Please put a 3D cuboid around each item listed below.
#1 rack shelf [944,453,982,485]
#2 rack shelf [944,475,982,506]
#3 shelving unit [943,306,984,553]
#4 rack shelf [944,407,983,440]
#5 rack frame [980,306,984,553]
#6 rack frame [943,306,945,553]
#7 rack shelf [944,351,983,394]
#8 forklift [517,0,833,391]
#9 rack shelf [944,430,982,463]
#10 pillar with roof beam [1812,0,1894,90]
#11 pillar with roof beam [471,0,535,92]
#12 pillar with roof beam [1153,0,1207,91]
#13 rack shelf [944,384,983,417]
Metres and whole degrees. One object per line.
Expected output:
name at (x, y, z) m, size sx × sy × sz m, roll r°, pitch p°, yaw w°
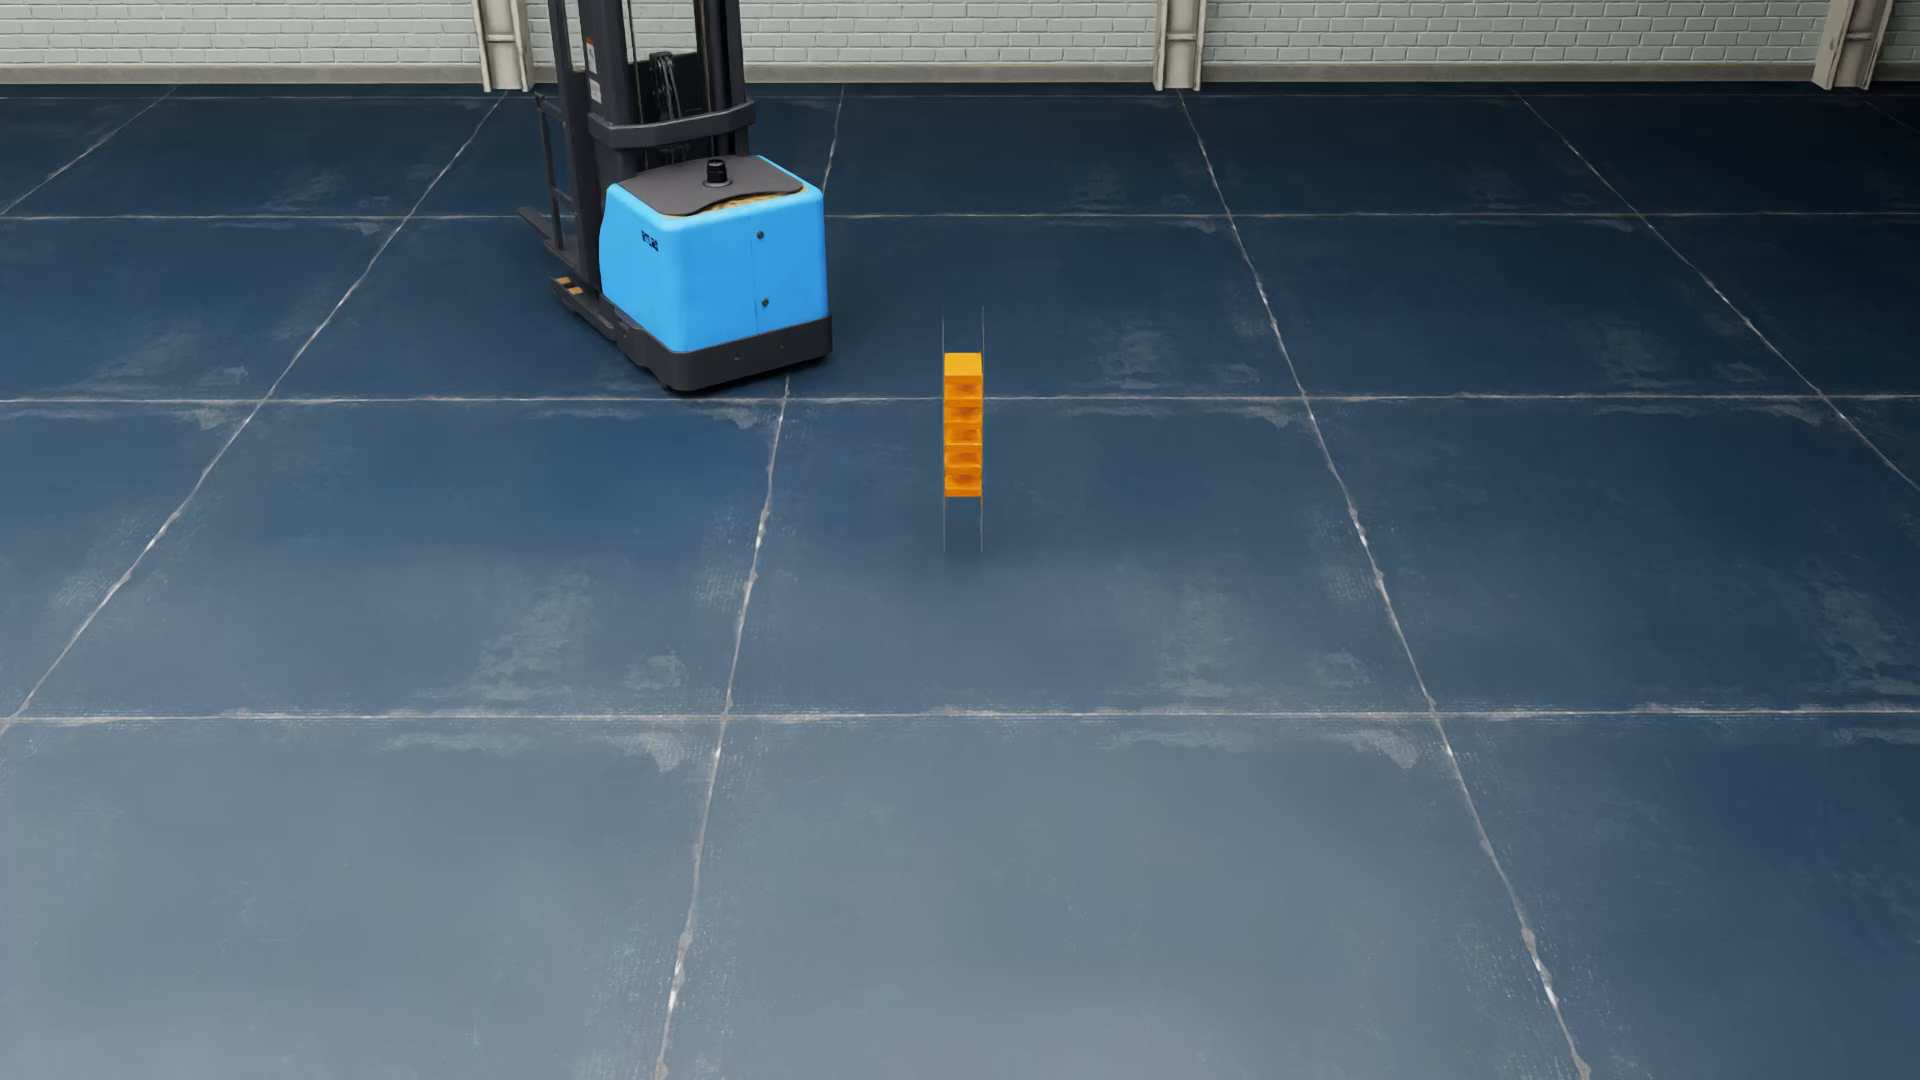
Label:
rack shelf at (0.014, -0.372, 8.024) m, size 0.180 × 0.103 × 0.258 m, roll 0°, pitch 31°, yaw 0°
rack shelf at (0.014, -0.270, 8.086) m, size 0.180 × 0.103 × 0.258 m, roll 0°, pitch 31°, yaw 0°
shelving unit at (0.014, -0.513, 7.939) m, size 0.189 × 1.200 × 0.258 m, roll 0°, pitch 31°, yaw 0°
rack shelf at (0.014, -0.578, 7.900) m, size 0.180 × 0.103 × 0.258 m, roll 0°, pitch 31°, yaw 0°
rack frame at (0.106, -0.513, 7.939) m, size 0.006 × 1.200 × 0.240 m, roll 0°, pitch 31°, yaw 0°
rack frame at (-0.077, -0.513, 7.938) m, size 0.006 × 1.200 × 0.240 m, roll 0°, pitch 31°, yaw 0°
rack shelf at (0.014, -0.783, 7.775) m, size 0.180 × 0.103 × 0.258 m, roll 0°, pitch 31°, yaw 0°
forklift at (-1.994, -2.827, 10.083) m, size 1.130 × 2.935 × 3.031 m, roll -19°, pitch 36°, yaw -28°
rack shelf at (0.014, -0.475, 7.962) m, size 0.180 × 0.103 × 0.258 m, roll 0°, pitch 31°, yaw 0°
pillar with roof beam at (7.977, -5.732, 9.021) m, size 0.400 × 9.000 × 9.100 m, roll 0°, pitch 31°, yaw 0°
pillar with roof beam at (-4.023, -5.694, 8.960) m, size 0.400 × 9.000 × 9.100 m, roll 0°, pitch 31°, yaw 0°
pillar with roof beam at (1.977, -5.713, 8.990) m, size 0.400 × 9.000 × 9.100 m, roll 0°, pitch 31°, yaw 0°
rack shelf at (0.014, -0.680, 7.837) m, size 0.180 × 0.103 × 0.258 m, roll 0°, pitch 31°, yaw 0°
